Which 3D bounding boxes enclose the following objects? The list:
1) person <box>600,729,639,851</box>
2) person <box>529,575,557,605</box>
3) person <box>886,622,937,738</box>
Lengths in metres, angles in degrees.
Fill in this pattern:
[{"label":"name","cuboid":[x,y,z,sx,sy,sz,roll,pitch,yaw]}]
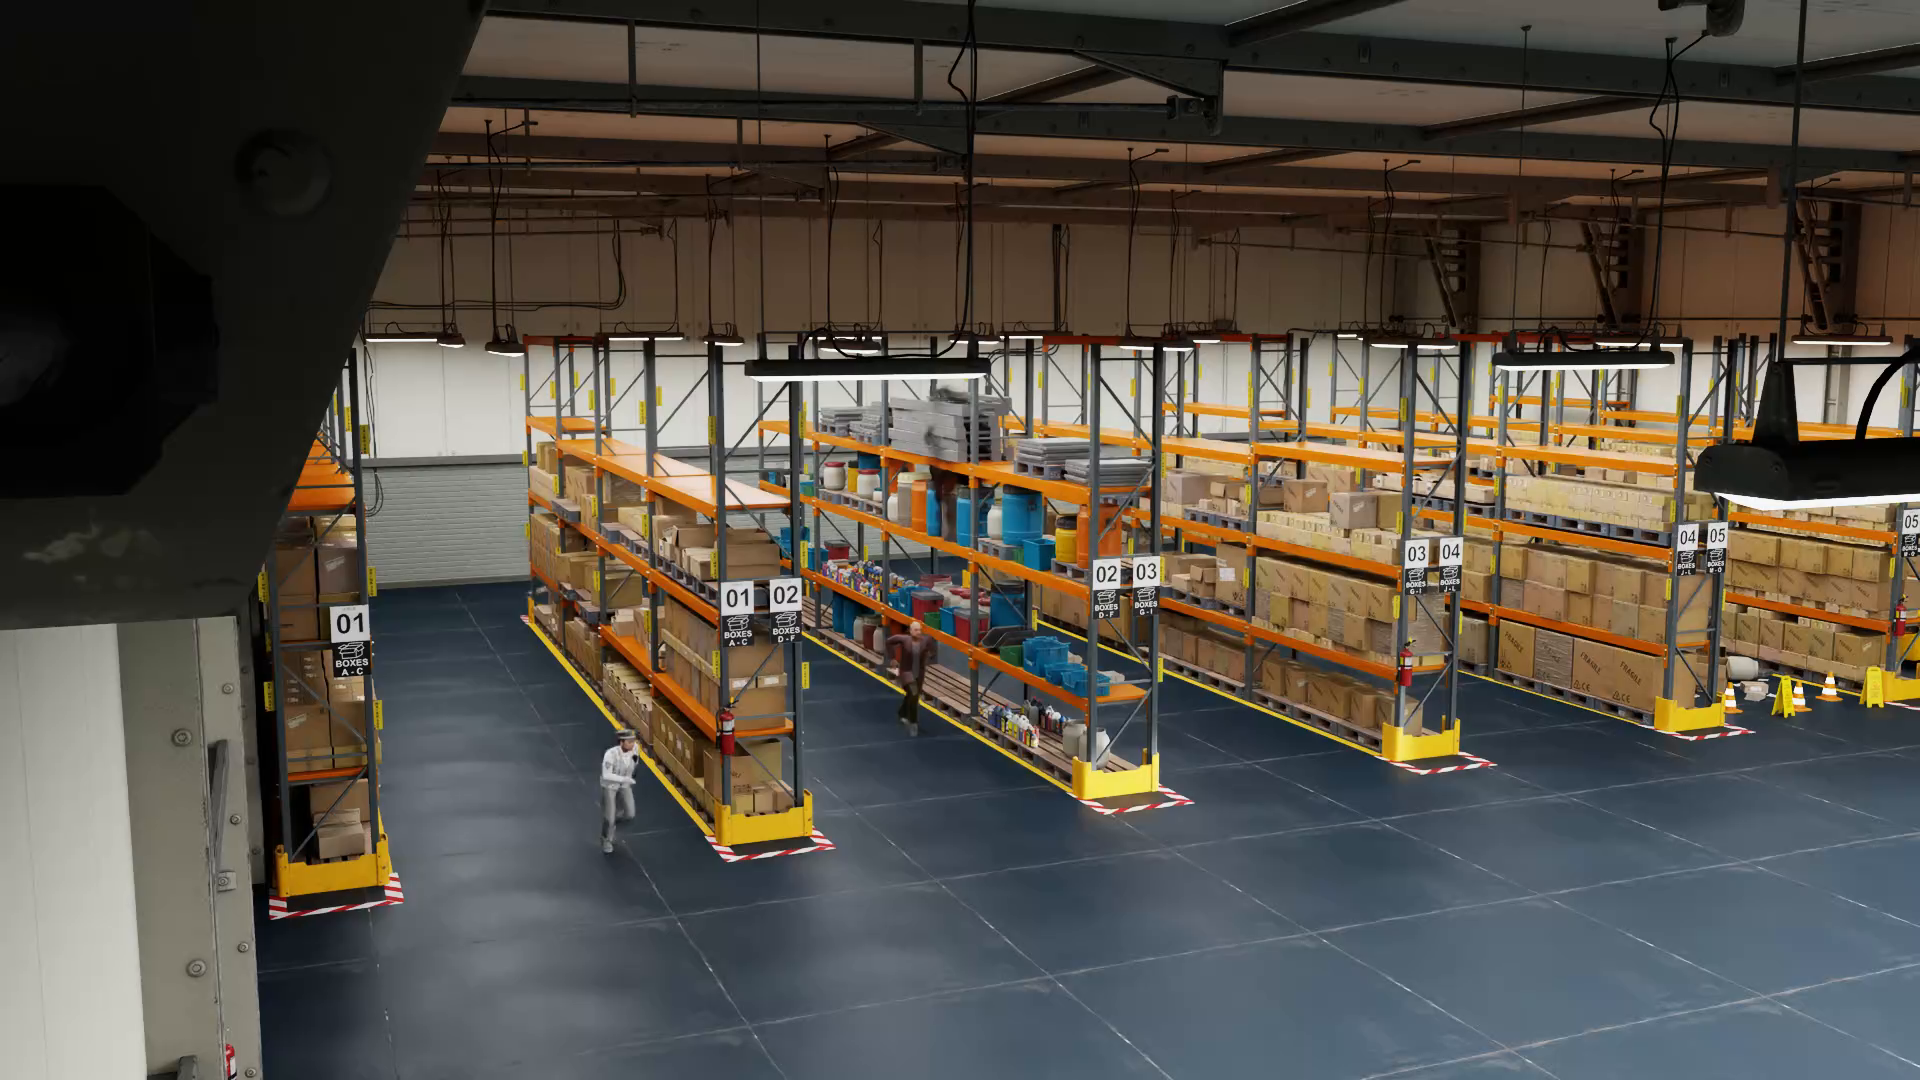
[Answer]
[{"label":"person","cuboid":[-3.997,2.954,19.738,0.624,1.547,0.790,-7,11,-44]},{"label":"person","cuboid":[-9.025,0.731,36.066,0.690,1.705,0.666,-1,8,-5]},{"label":"person","cuboid":[-0.755,2.093,25.487,0.695,1.779,1.020,-4,9,-27]}]
